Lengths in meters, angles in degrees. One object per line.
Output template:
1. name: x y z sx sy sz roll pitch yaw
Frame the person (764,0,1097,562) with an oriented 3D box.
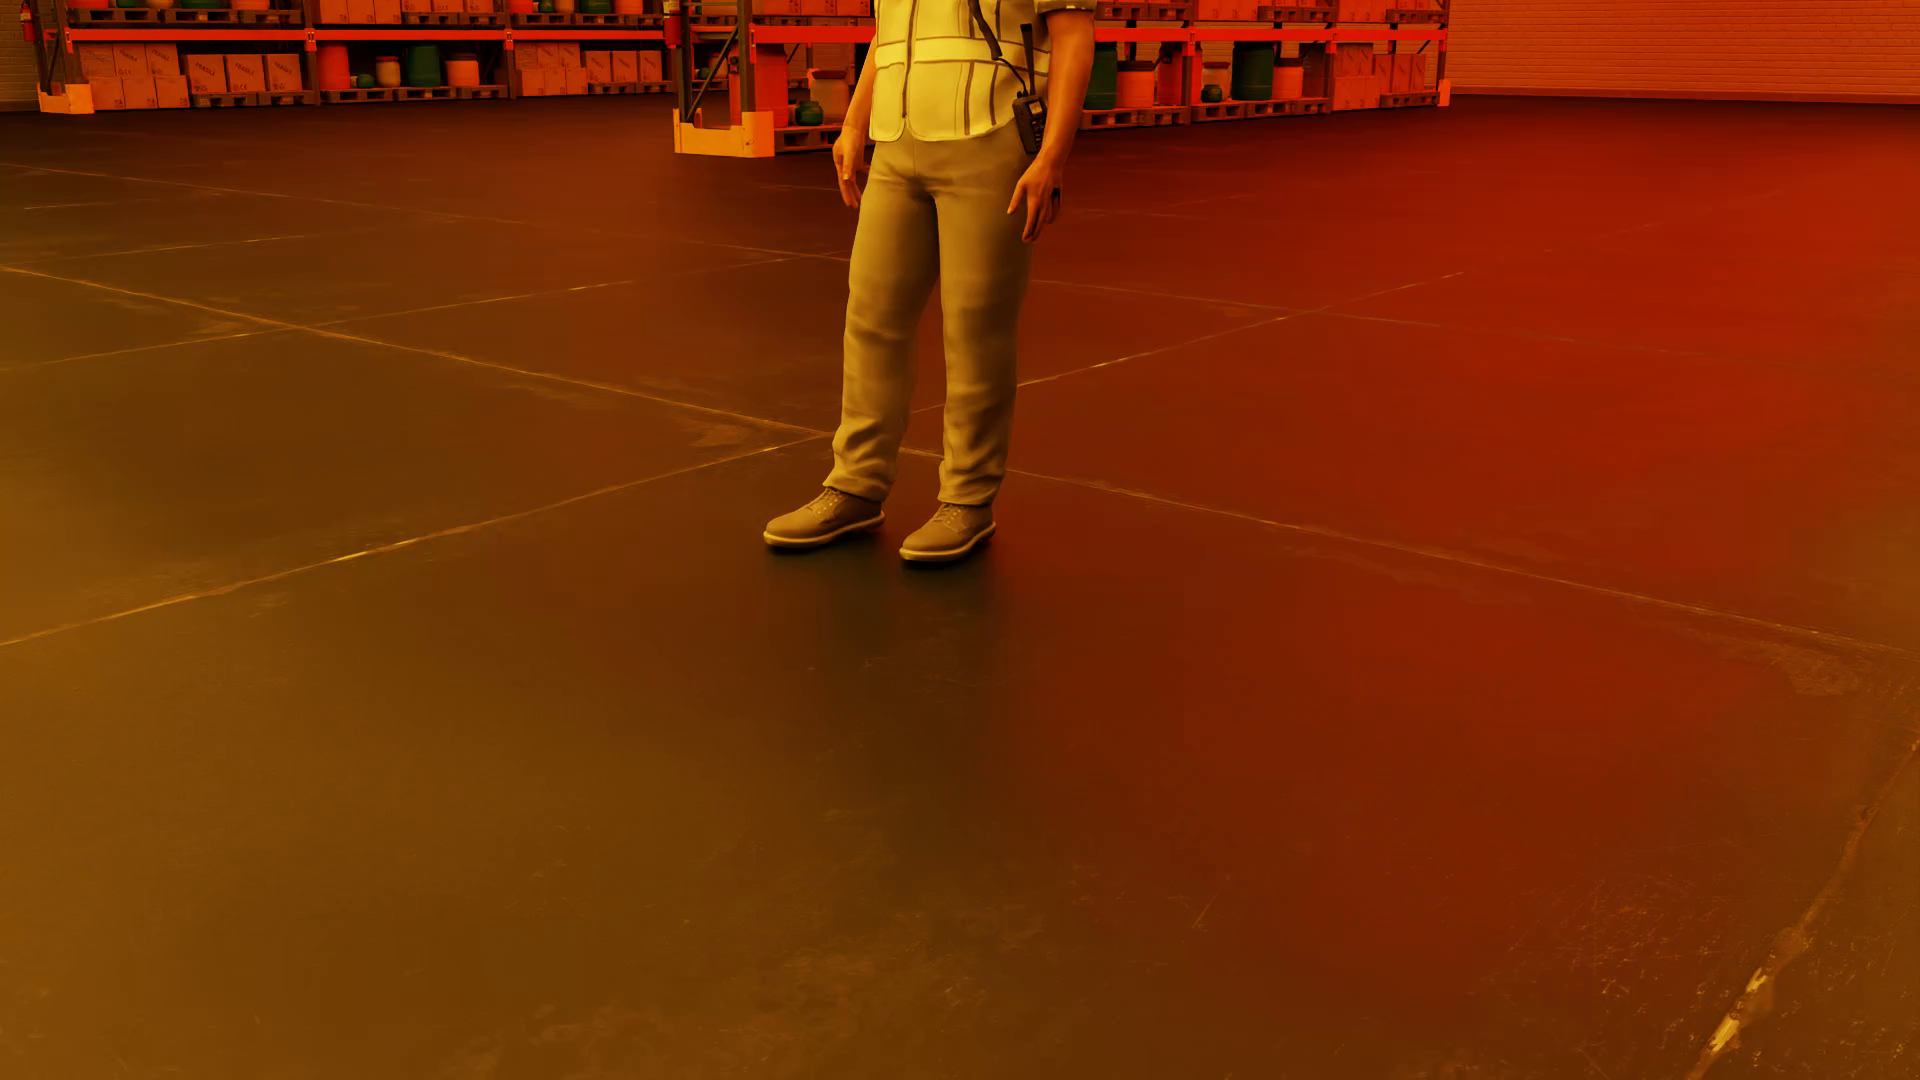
1. person: -0.059 -0.843 3.630 0.641 1.778 0.573 13 21 37
